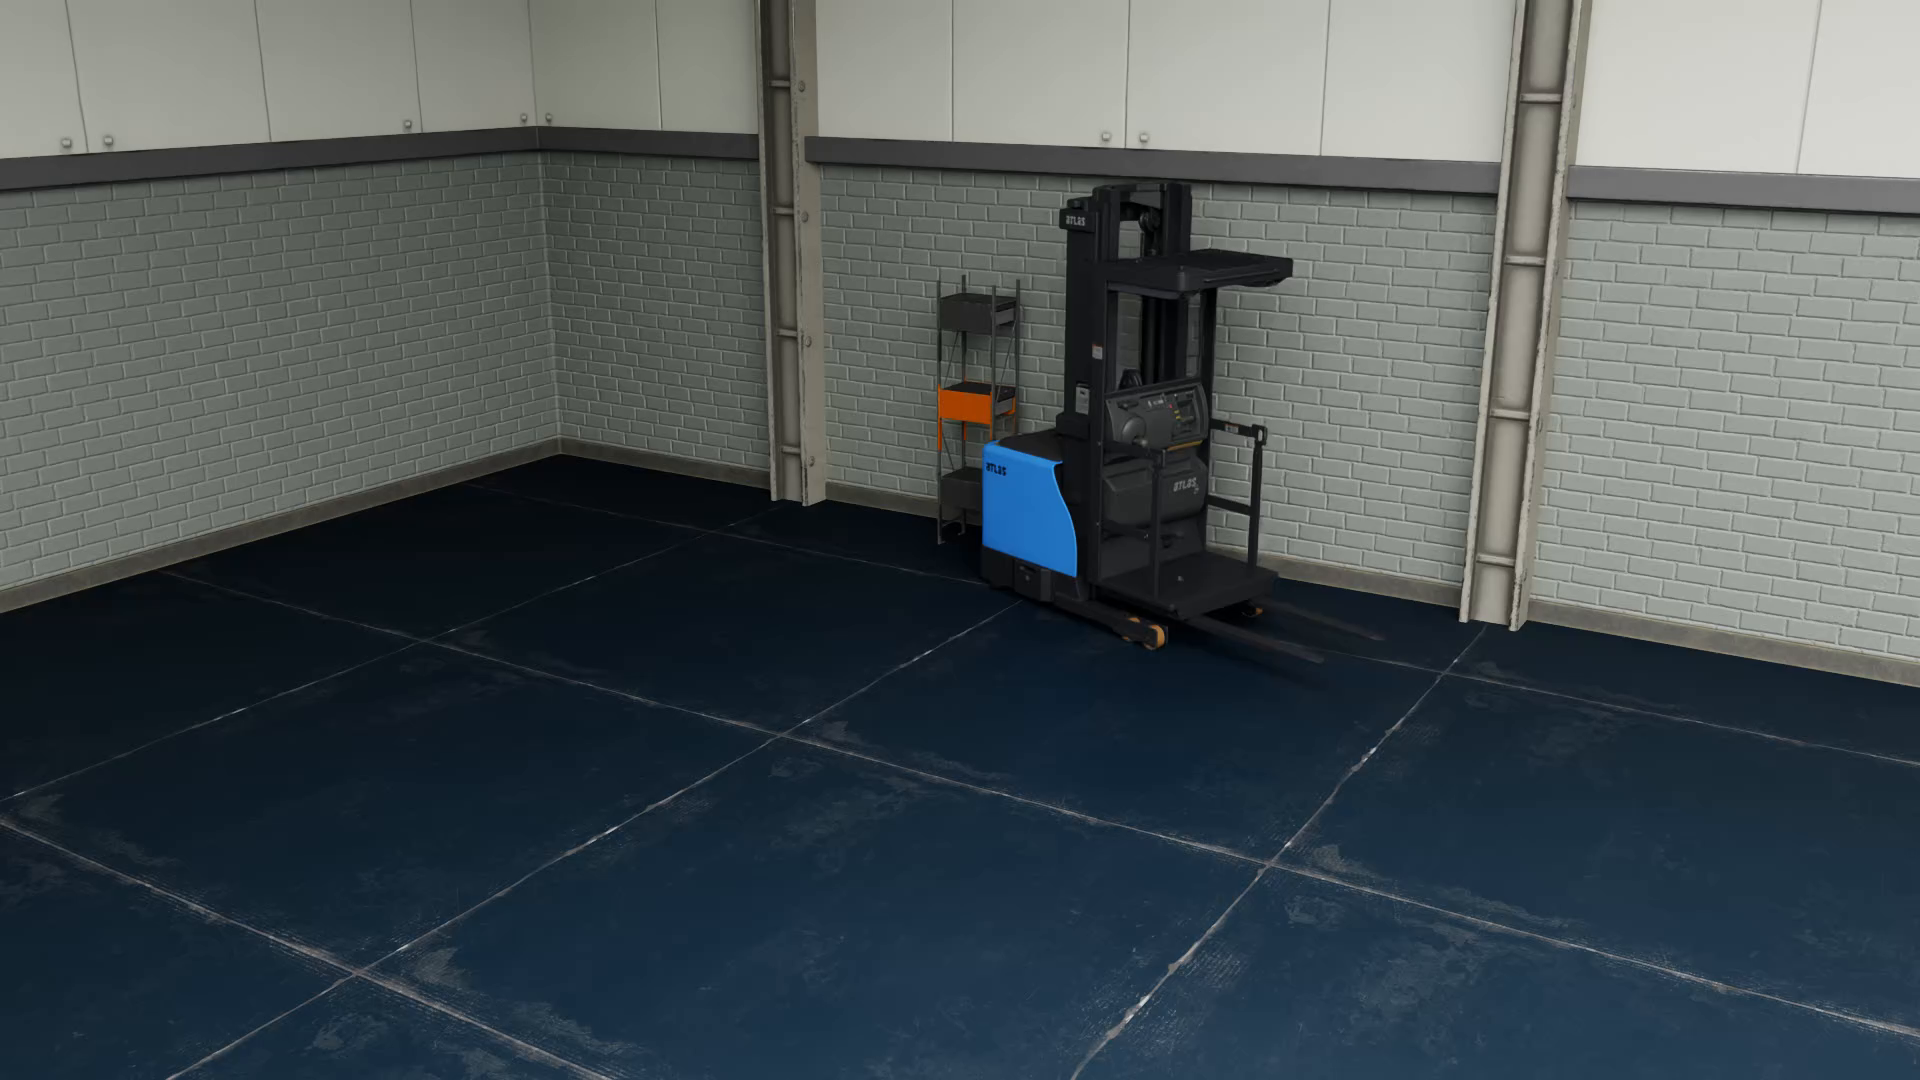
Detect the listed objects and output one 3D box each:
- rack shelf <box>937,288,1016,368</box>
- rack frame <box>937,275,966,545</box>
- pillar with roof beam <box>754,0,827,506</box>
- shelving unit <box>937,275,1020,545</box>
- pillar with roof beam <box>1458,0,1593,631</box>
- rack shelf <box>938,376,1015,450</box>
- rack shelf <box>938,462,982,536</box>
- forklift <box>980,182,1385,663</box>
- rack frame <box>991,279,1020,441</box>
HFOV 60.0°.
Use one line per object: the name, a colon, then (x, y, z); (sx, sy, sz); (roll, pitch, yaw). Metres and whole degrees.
rack shelf: (0.141, -1.636, 12.794); (0.480, 0.518, 0.431); (10, 20, 30)
rack frame: (-0.067, -1.017, 13.115); (0.015, 2.100, 0.400); (10, 20, 30)
pillar with roof beam: (-3.661, -3.598, 9.743); (0.400, 9.000, 9.100); (10, 20, 30)
shelving unit: (0.141, -0.979, 12.993); (0.503, 2.100, 0.431); (10, 20, 30)
pillar with roof beam: (1.452, -2.685, 6.738); (0.400, 9.000, 9.100); (10, 20, 30)
rack shelf: (0.141, -0.966, 12.997); (0.480, 0.518, 0.431); (10, 20, 30)
rack shelf: (0.141, -0.297, 13.201); (0.480, 0.518, 0.431); (10, 20, 30)
forklift: (1.477, -0.841, 11.108); (1.130, 2.935, 3.031); (-14, 22, -38)
rack frame: (0.349, -0.942, 12.871); (0.015, 2.100, 0.400); (10, 20, 30)
